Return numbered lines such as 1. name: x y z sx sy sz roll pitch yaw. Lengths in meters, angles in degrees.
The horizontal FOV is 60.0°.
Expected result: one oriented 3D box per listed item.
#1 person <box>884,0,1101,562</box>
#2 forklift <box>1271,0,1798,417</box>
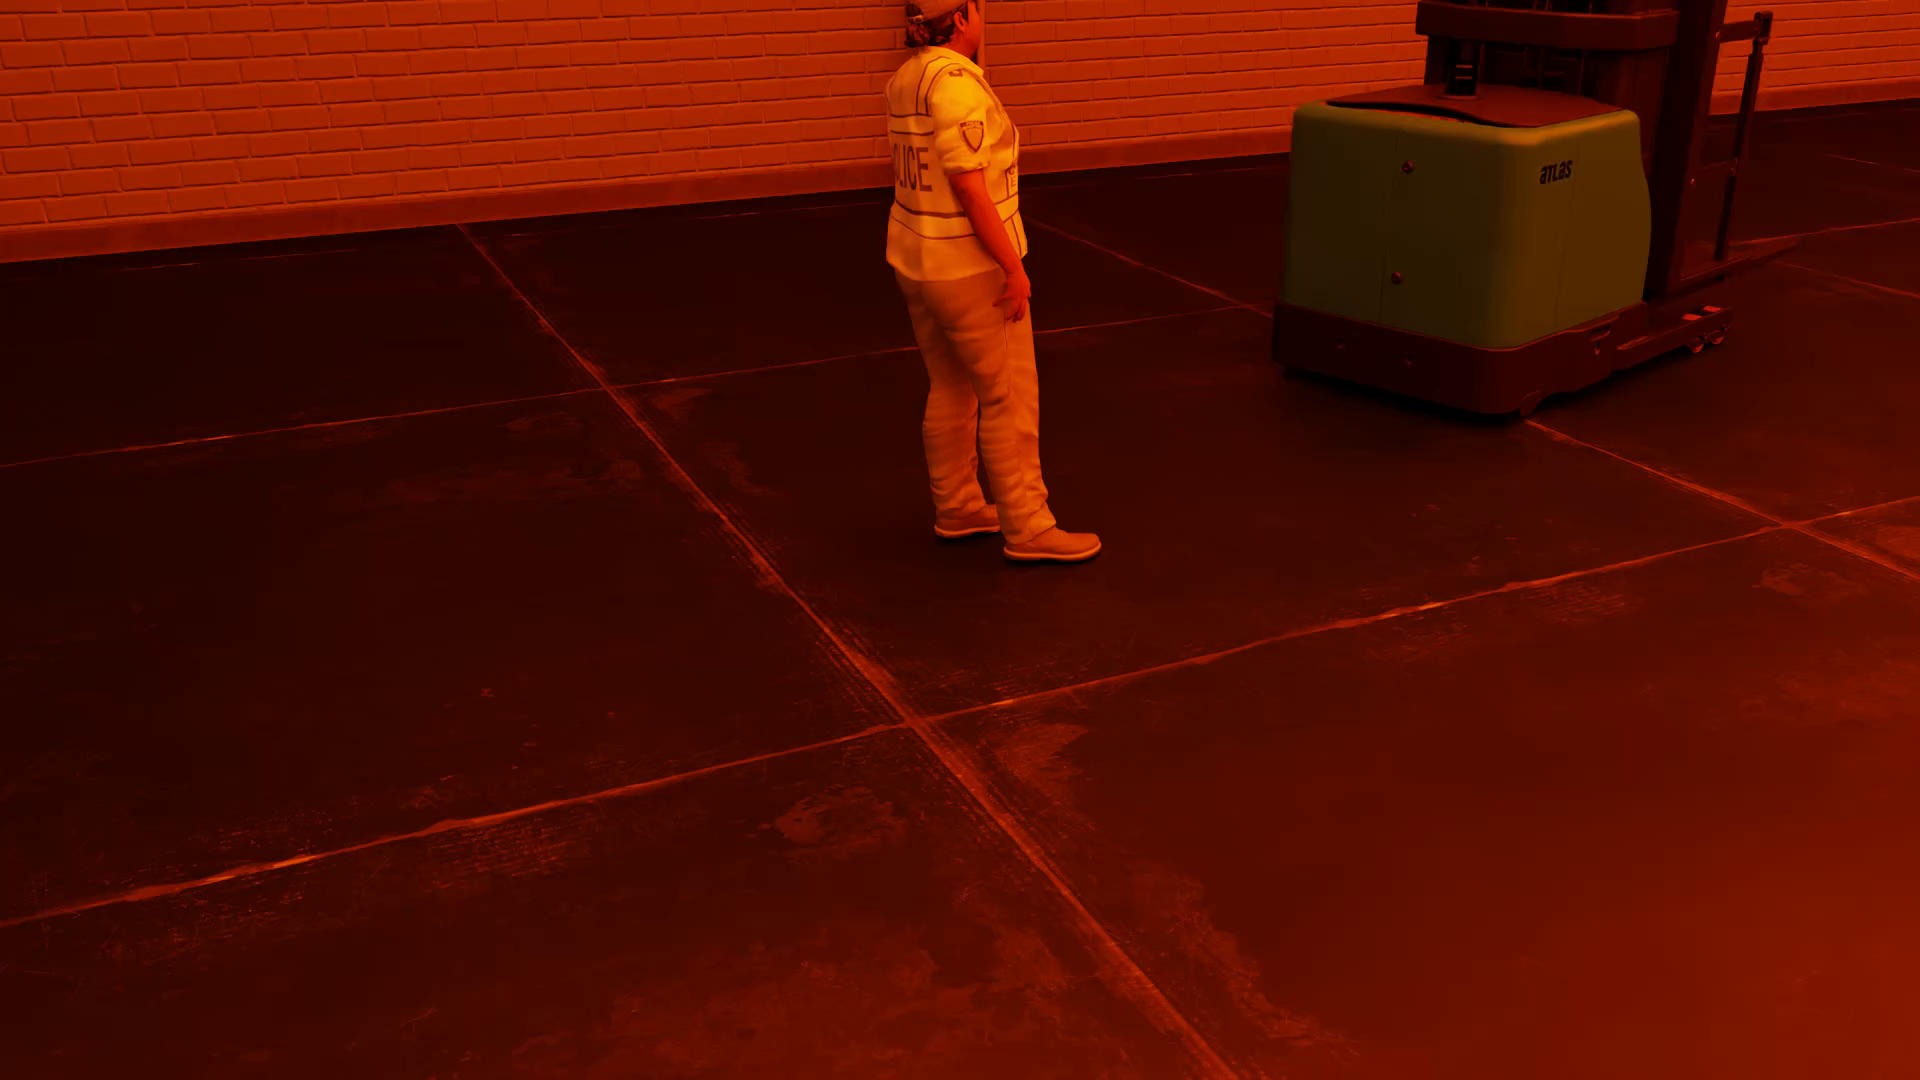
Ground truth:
1. person: 0.079 -0.782 4.795 0.529 1.670 0.598 -10 25 -23
2. forklift: 2.671 -2.267 6.744 3.031 2.935 1.130 -20 30 -39
